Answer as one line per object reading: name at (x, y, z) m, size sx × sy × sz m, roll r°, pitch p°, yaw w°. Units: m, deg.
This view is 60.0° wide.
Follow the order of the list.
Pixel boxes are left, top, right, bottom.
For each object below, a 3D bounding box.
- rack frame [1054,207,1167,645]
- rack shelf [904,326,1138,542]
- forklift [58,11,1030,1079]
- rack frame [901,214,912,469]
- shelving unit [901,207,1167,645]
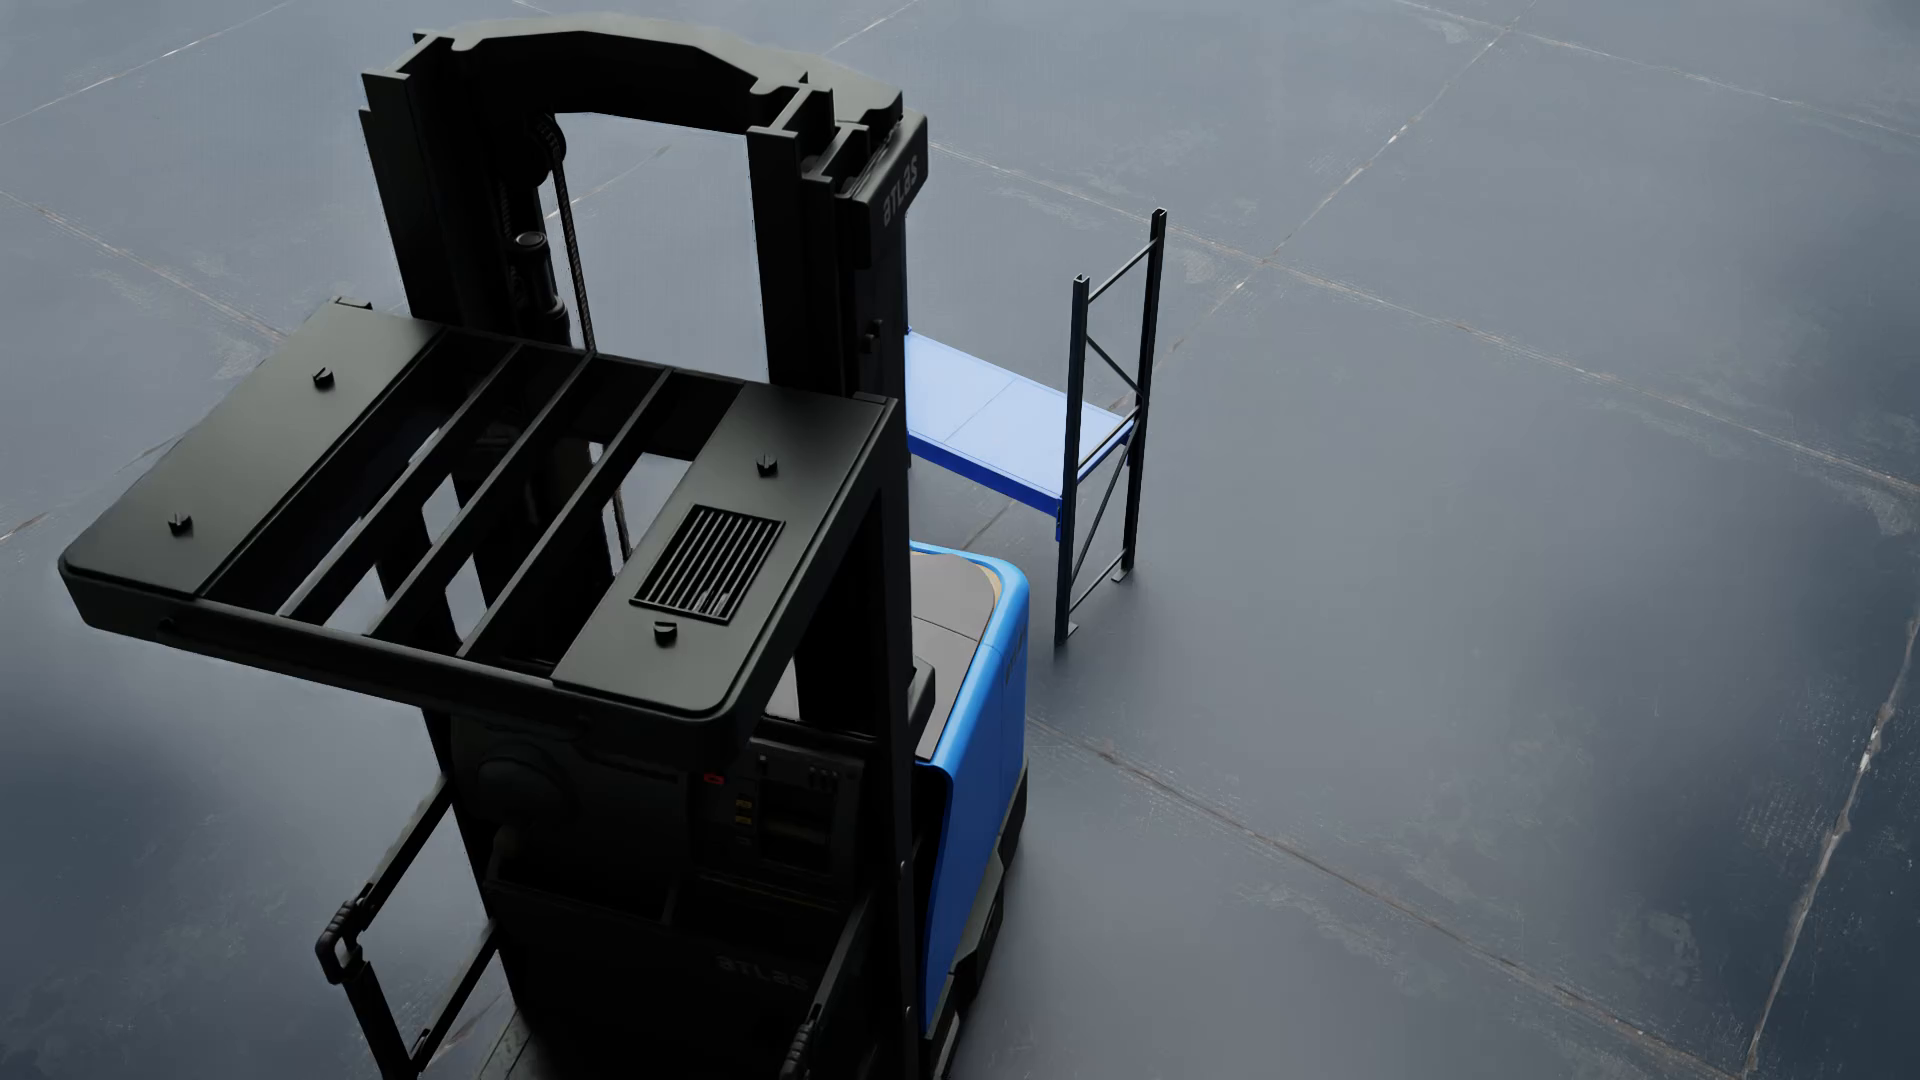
rack frame at (0.486, -0.332, 5.496) m, size 0.032 × 1.500 × 0.500 m, roll 25°, pitch 48°, yaw 25°
rack shelf at (0.070, -0.392, 5.833) m, size 1.000 × 0.185 × 0.538 m, roll 25°, pitch 48°, yaw 25°
forklift at (-0.708, 0.620, 3.359) m, size 1.130 × 2.935 × 3.031 m, roll 11°, pitch 43°, yaw 12°
rack frame at (-0.346, -0.721, 5.931) m, size 0.032 × 1.500 × 0.500 m, roll 25°, pitch 48°, yaw 25°
shelving unit at (0.070, -0.526, 5.713) m, size 1.048 × 1.500 × 0.538 m, roll 25°, pitch 48°, yaw 25°
